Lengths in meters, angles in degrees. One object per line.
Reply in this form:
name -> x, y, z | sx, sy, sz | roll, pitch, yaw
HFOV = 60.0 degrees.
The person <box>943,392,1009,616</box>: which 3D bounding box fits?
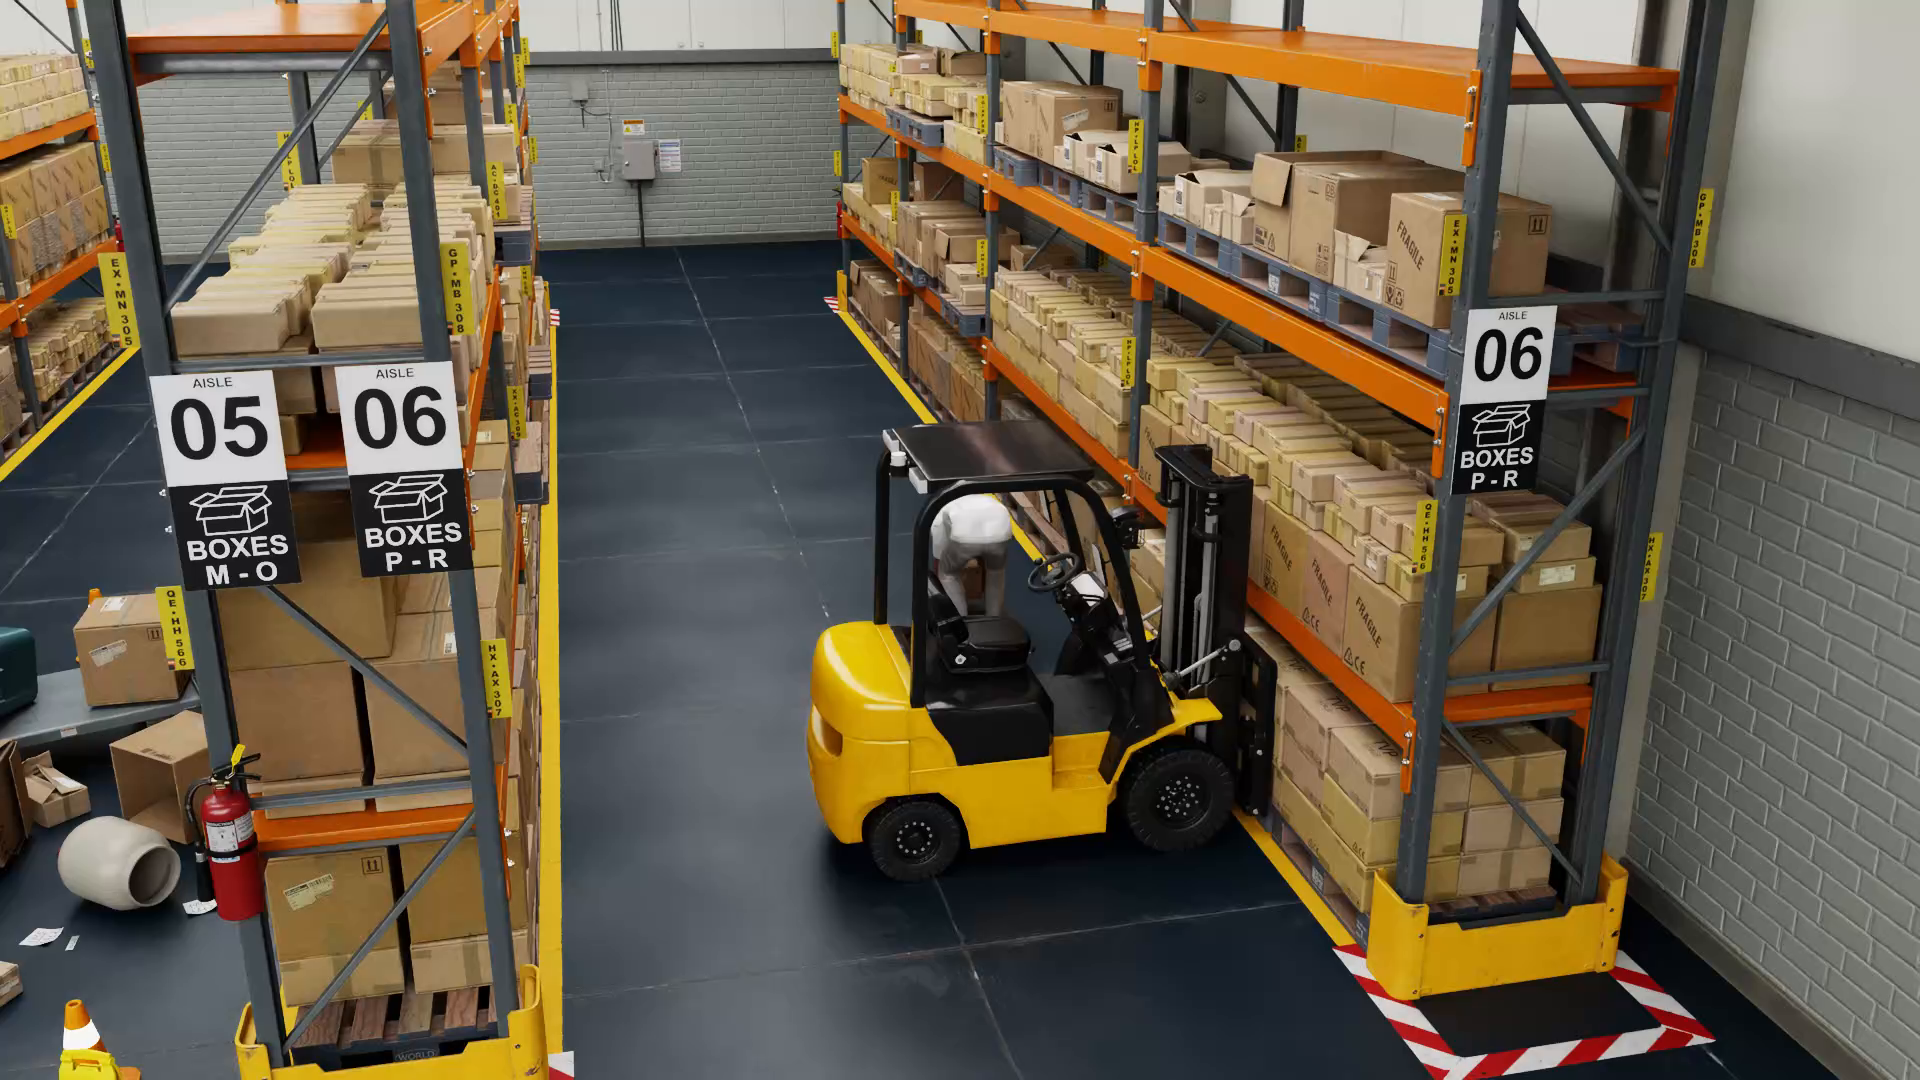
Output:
person -> 0.077, -0.168, 11.577 | 0.493, 1.718, 0.607 | -4, 20, -12
